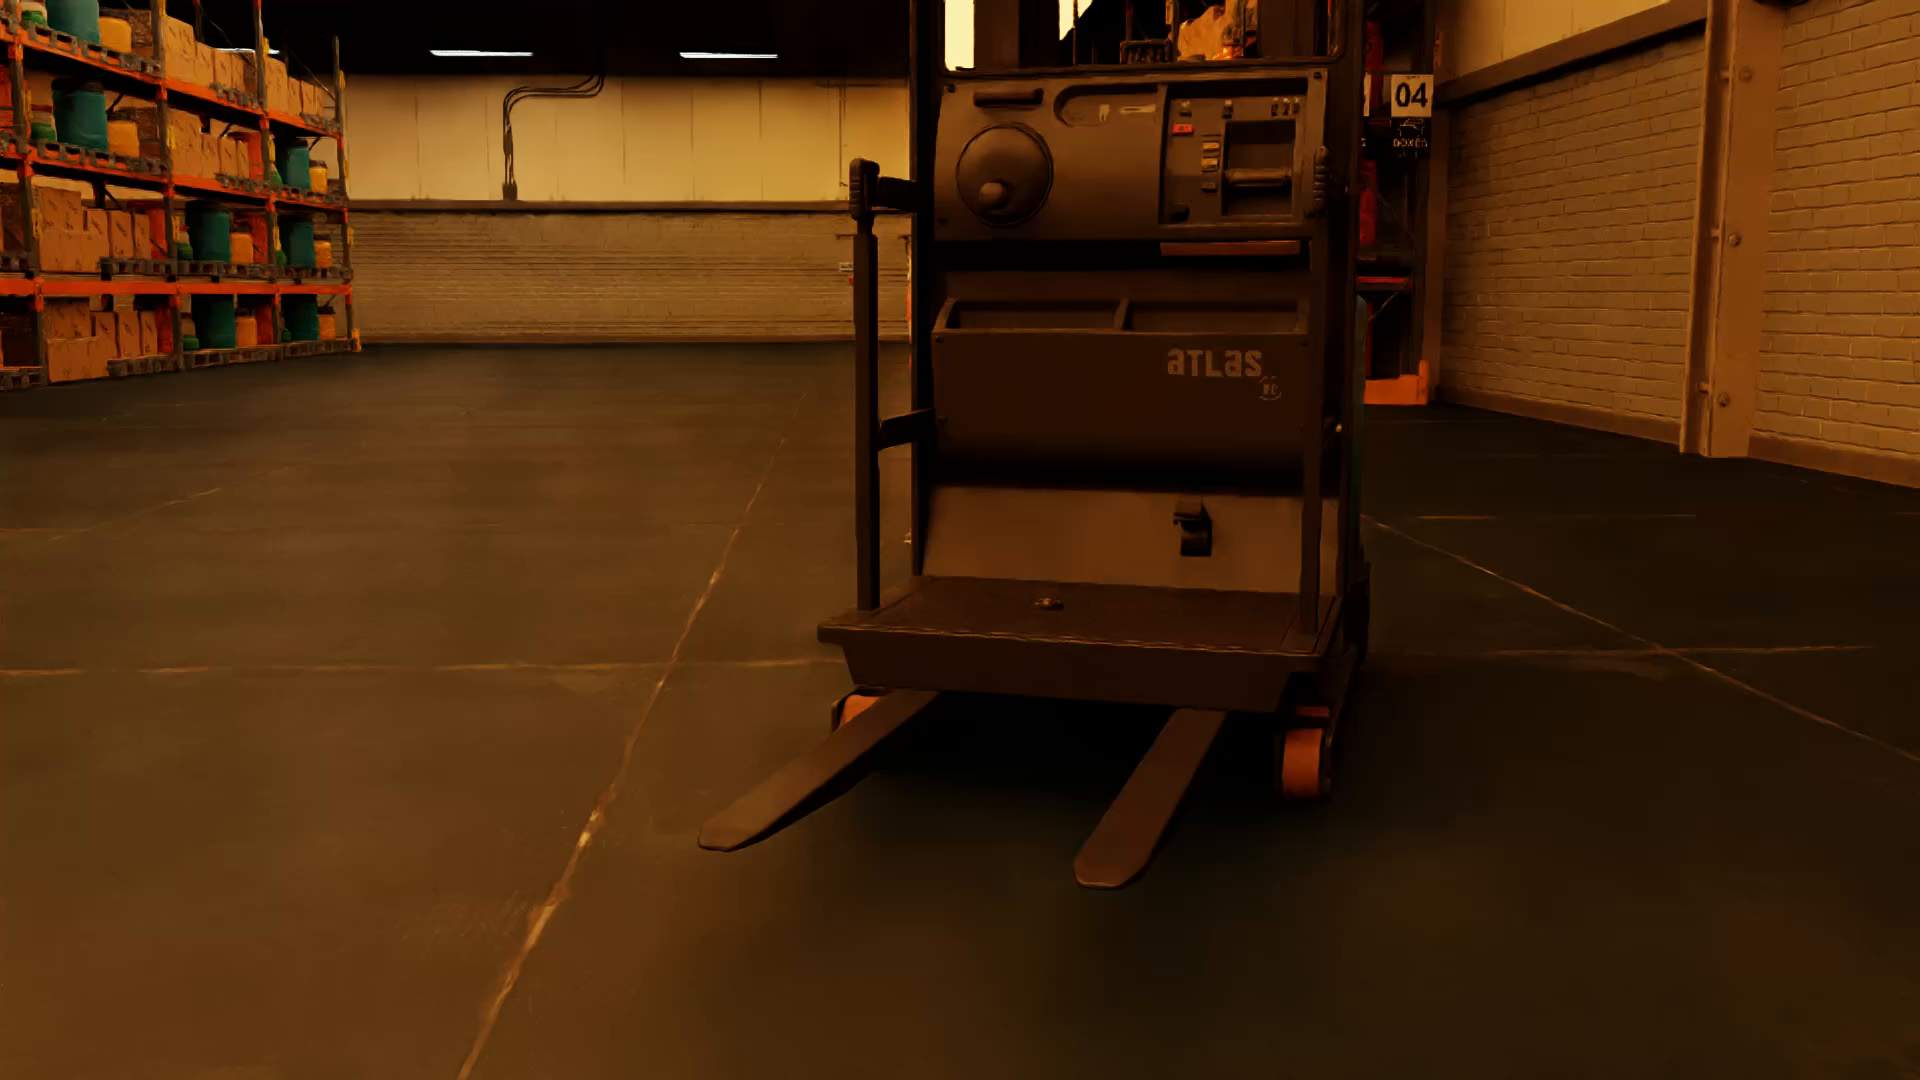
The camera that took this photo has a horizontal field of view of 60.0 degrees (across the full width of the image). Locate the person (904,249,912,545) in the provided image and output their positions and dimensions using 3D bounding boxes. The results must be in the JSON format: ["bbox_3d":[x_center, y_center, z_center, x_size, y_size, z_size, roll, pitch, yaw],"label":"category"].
[{"bbox_3d":[-0.005,-0.818,7.171,0.482,1.669,0.390,-1,8,-4],"label":"person"}]

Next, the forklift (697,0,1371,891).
[{"bbox_3d":[0.338,-0.954,3.753,1.130,2.935,3.031,2,9,16],"label":"forklift"}]
